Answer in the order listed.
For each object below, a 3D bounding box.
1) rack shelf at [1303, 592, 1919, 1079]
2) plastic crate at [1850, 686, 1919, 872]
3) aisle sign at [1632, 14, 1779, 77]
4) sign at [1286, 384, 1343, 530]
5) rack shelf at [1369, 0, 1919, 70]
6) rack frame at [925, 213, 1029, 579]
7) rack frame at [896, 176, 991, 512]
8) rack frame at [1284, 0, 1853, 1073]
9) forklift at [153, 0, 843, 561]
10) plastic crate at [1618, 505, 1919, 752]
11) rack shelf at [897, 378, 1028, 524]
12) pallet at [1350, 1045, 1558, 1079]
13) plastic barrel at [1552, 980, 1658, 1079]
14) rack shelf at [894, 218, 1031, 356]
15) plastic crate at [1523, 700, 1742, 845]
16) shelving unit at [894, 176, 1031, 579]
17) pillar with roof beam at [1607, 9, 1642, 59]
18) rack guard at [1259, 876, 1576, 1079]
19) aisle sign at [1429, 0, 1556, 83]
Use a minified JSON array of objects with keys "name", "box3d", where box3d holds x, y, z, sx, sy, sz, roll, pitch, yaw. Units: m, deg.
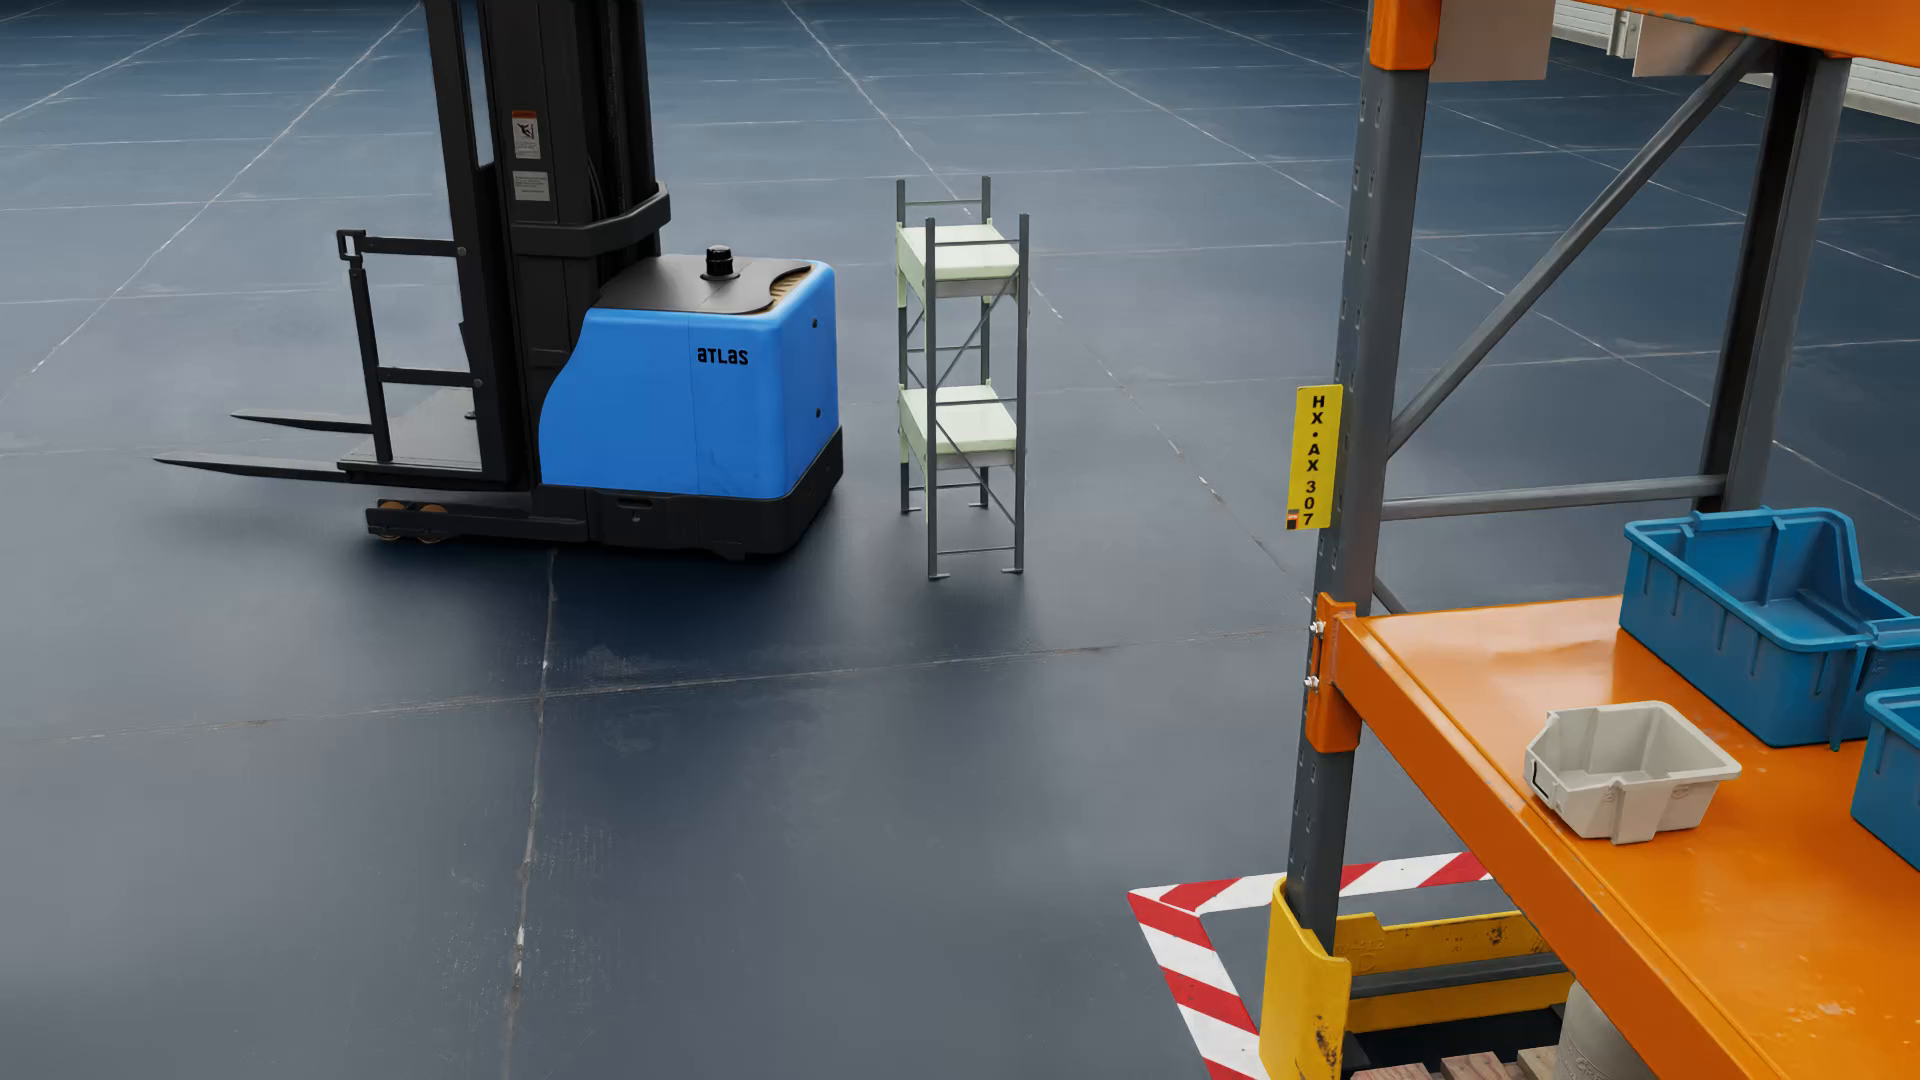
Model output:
[{"name":"rack shelf","box3d":[1.668,1.030,2.043,1.077,0.370,4.000,-4,24,-10]},{"name":"plastic crate","box3d":[1.799,0.412,2.744,0.499,0.251,0.408,-4,24,-10]},{"name":"aisle sign","box3d":[1.577,-1.328,3.295,0.394,0.787,0.004,-4,24,-10]},{"name":"sign","box3d":[0.757,-0.174,3.555,0.100,0.325,0.005,-4,24,-10]},{"name":"rack shelf","box3d":[1.668,-0.345,1.442,1.077,0.370,4.000,-4,24,-10]},{"name":"rack frame","box3d":[0.066,-0.546,6.626,0.400,1.500,0.023,-4,24,-10]},{"name":"rack frame","box3d":[-0.069,-0.834,7.285,0.400,1.500,0.023,-4,24,-10]},{"name":"rack frame","box3d":[1.298,-0.086,3.700,1.000,3.000,0.127,-4,24,-10]},{"name":"forklift","box3d":[-2.114,-1.529,7.088,3.031,2.935,1.130,4,24,10]},{"name":"plastic crate","box3d":[1.685,0.157,3.330,0.499,0.251,0.616,-4,24,-10]},{"name":"rack shelf","box3d":[-0.001,-0.391,7.086,0.431,0.370,0.720,-4,24,-10]},{"name":"pallet","box3d":[1.504,1.538,3.465,1.003,0.211,1.213,-4,24,-10]},{"name":"plastic barrel","box3d":[1.495,1.115,3.534,0.421,0.512,0.421,0,24,0]},{"name":"rack shelf","box3d":[-0.001,-1.048,6.800,0.431,0.370,0.720,-4,24,-10]},{"name":"plastic crate","box3d":[1.148,0.410,2.892,0.298,0.136,0.250,-4,24,-10]},{"name":"shelving unit","box3d":[-0.001,-0.690,6.956,0.431,1.500,0.755,-4,24,-10]},{"name":"pillar with roof beam","box3d":[4.455,-10.119,19.176,9.100,9.000,0.400,-4,24,-10]},{"name":"rack guard","box3d":[1.359,1.086,4.140,1.175,0.500,0.348,-4,24,-10]},{"name":"aisle sign","box3d":[0.997,-1.284,3.195,0.394,0.787,0.004,-4,24,-10]}]
